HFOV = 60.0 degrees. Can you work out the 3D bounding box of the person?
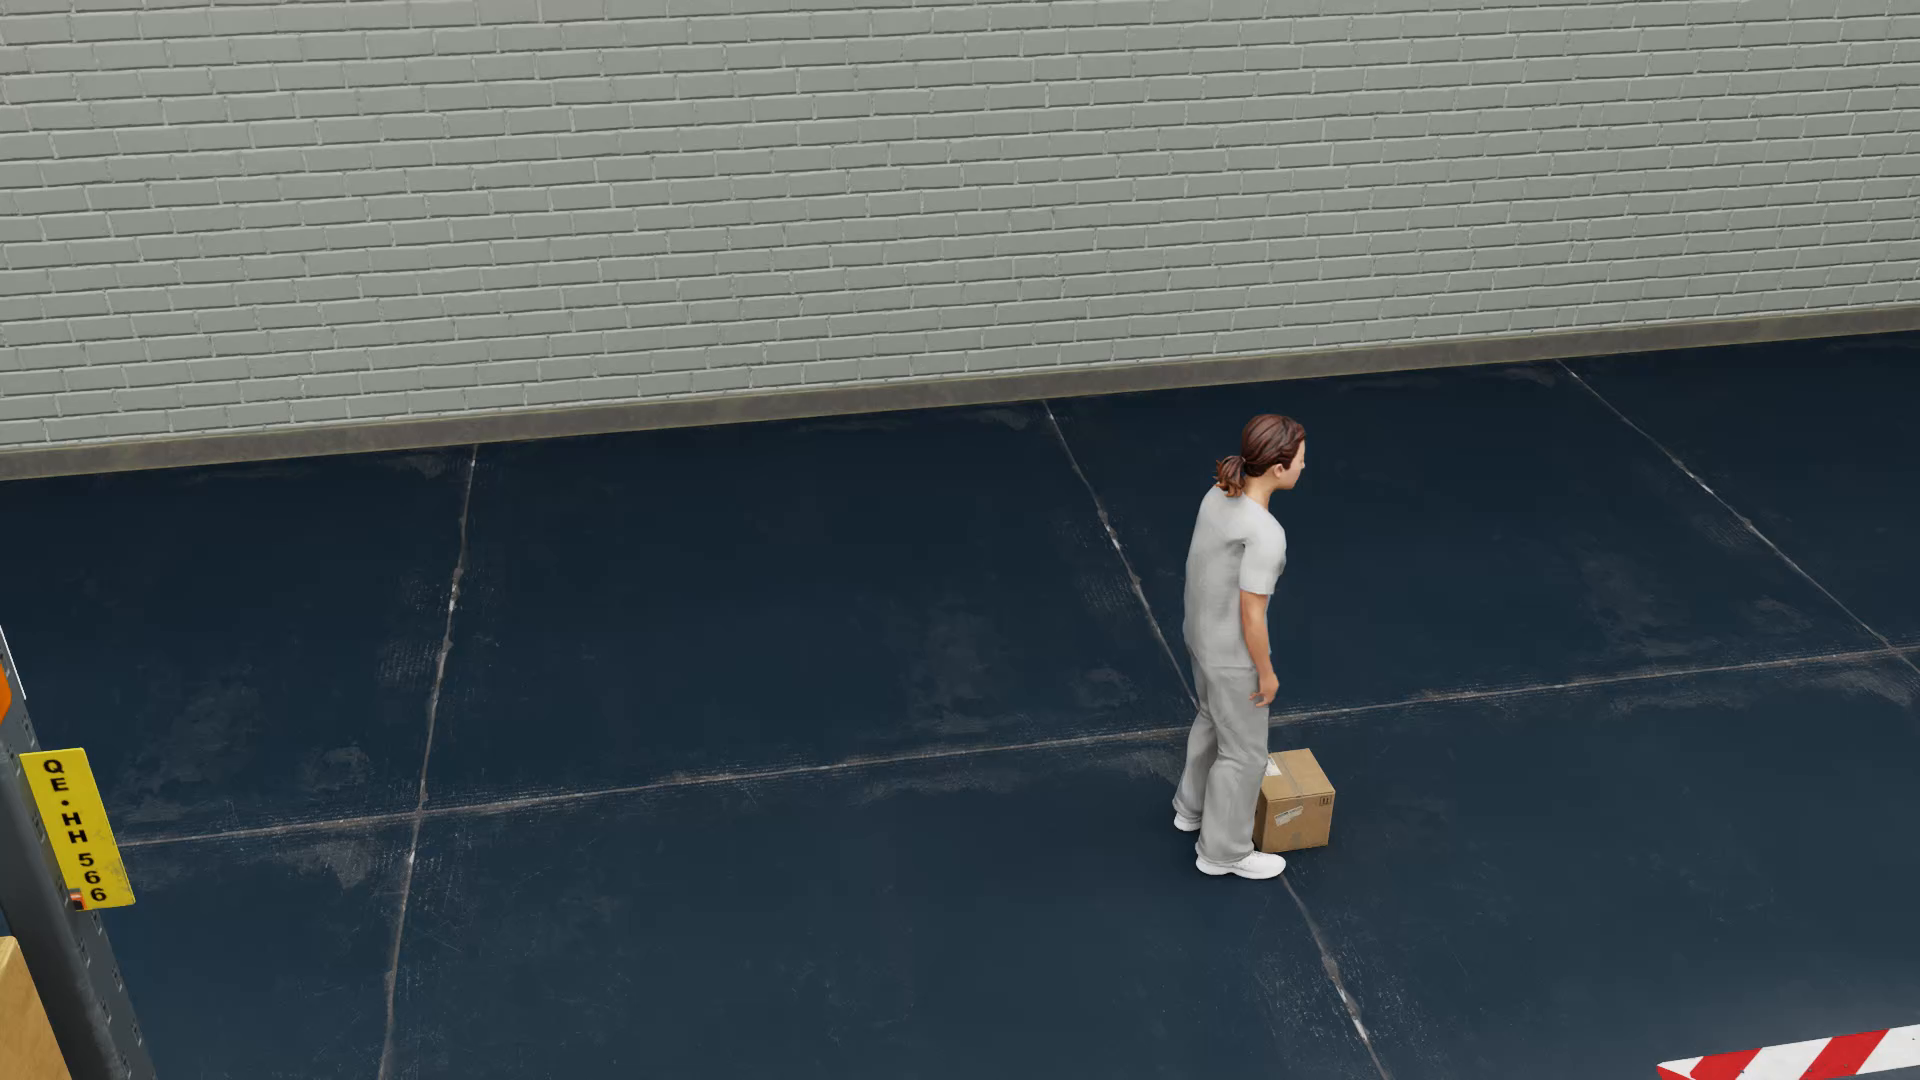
[{"bbox_3d":[0.925,0.351,5.543,0.356,1.673,0.487,-5,31,-9],"label":"person"}]
